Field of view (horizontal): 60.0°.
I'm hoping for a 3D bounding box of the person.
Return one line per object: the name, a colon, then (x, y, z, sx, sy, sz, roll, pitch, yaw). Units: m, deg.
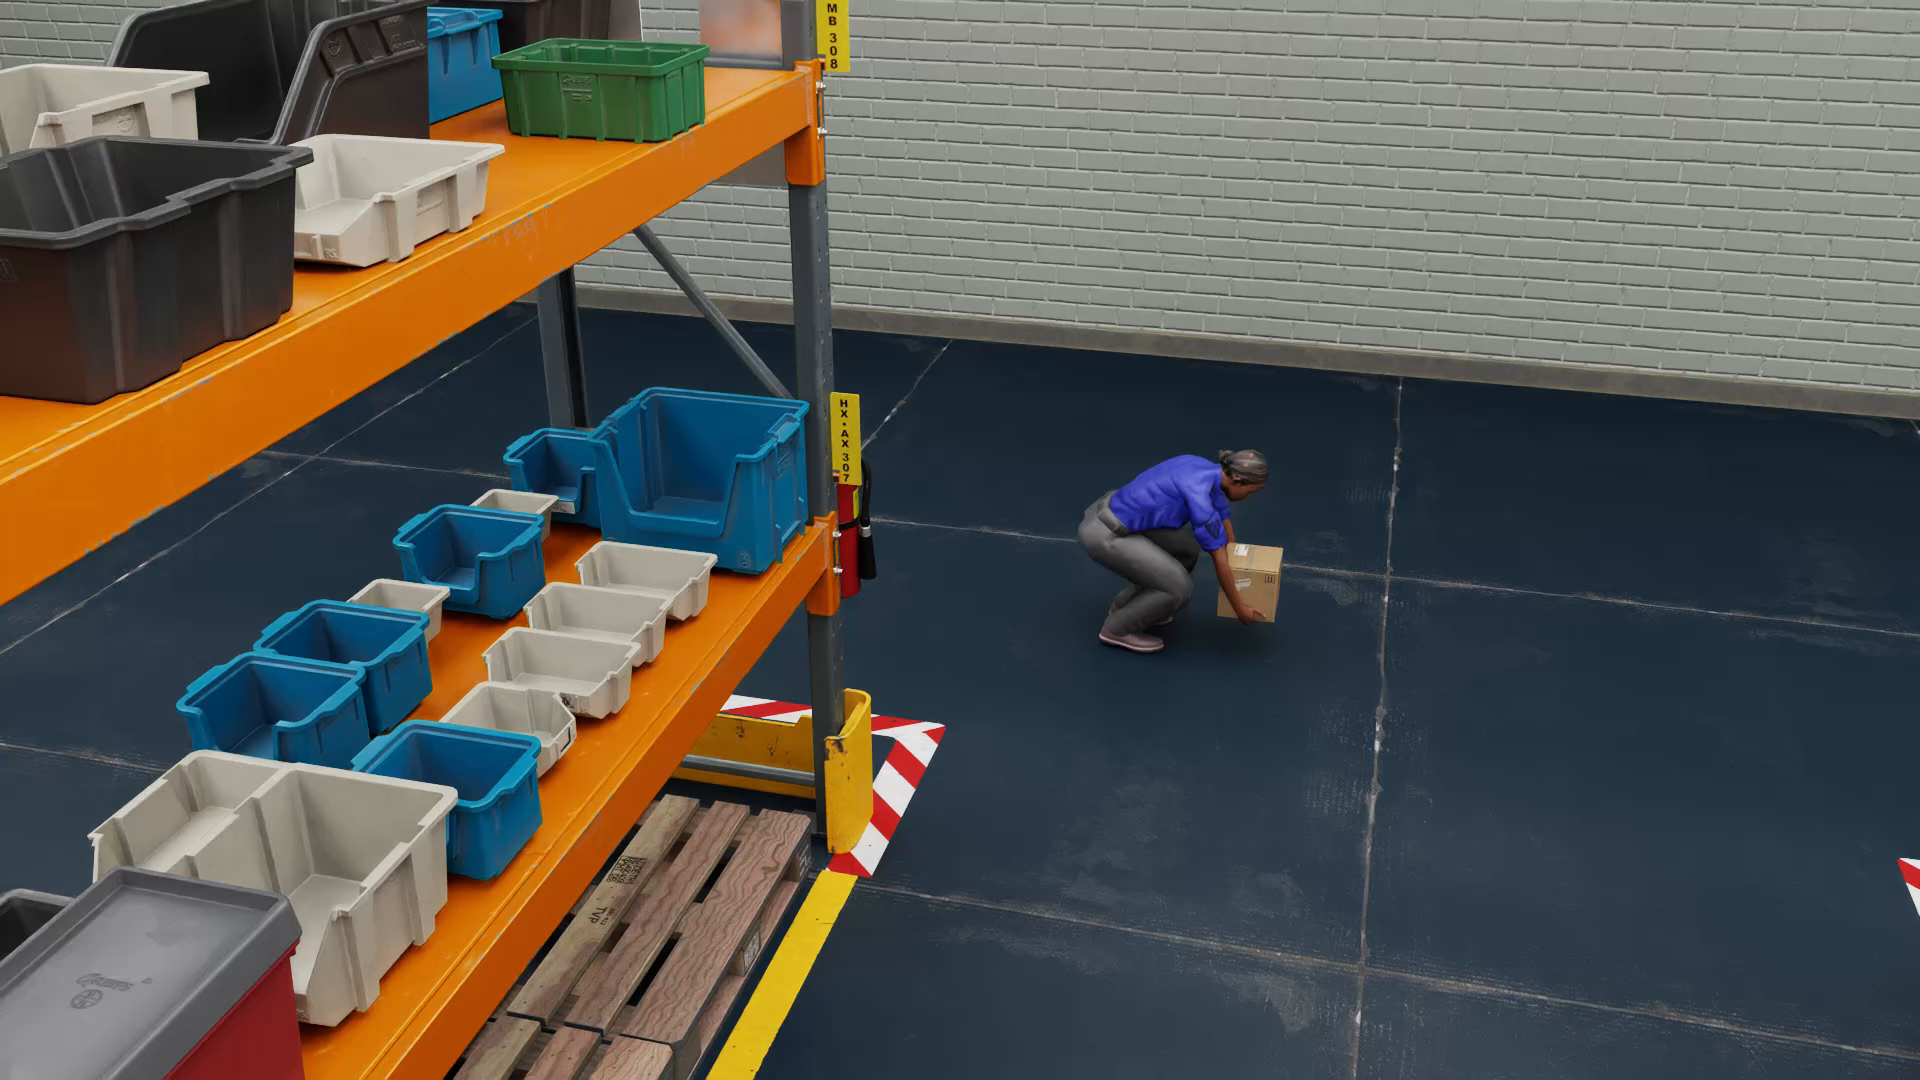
person: (0.963, 0.025, 7.415, 0.862, 0.936, 0.462, 6, 26, 12)
